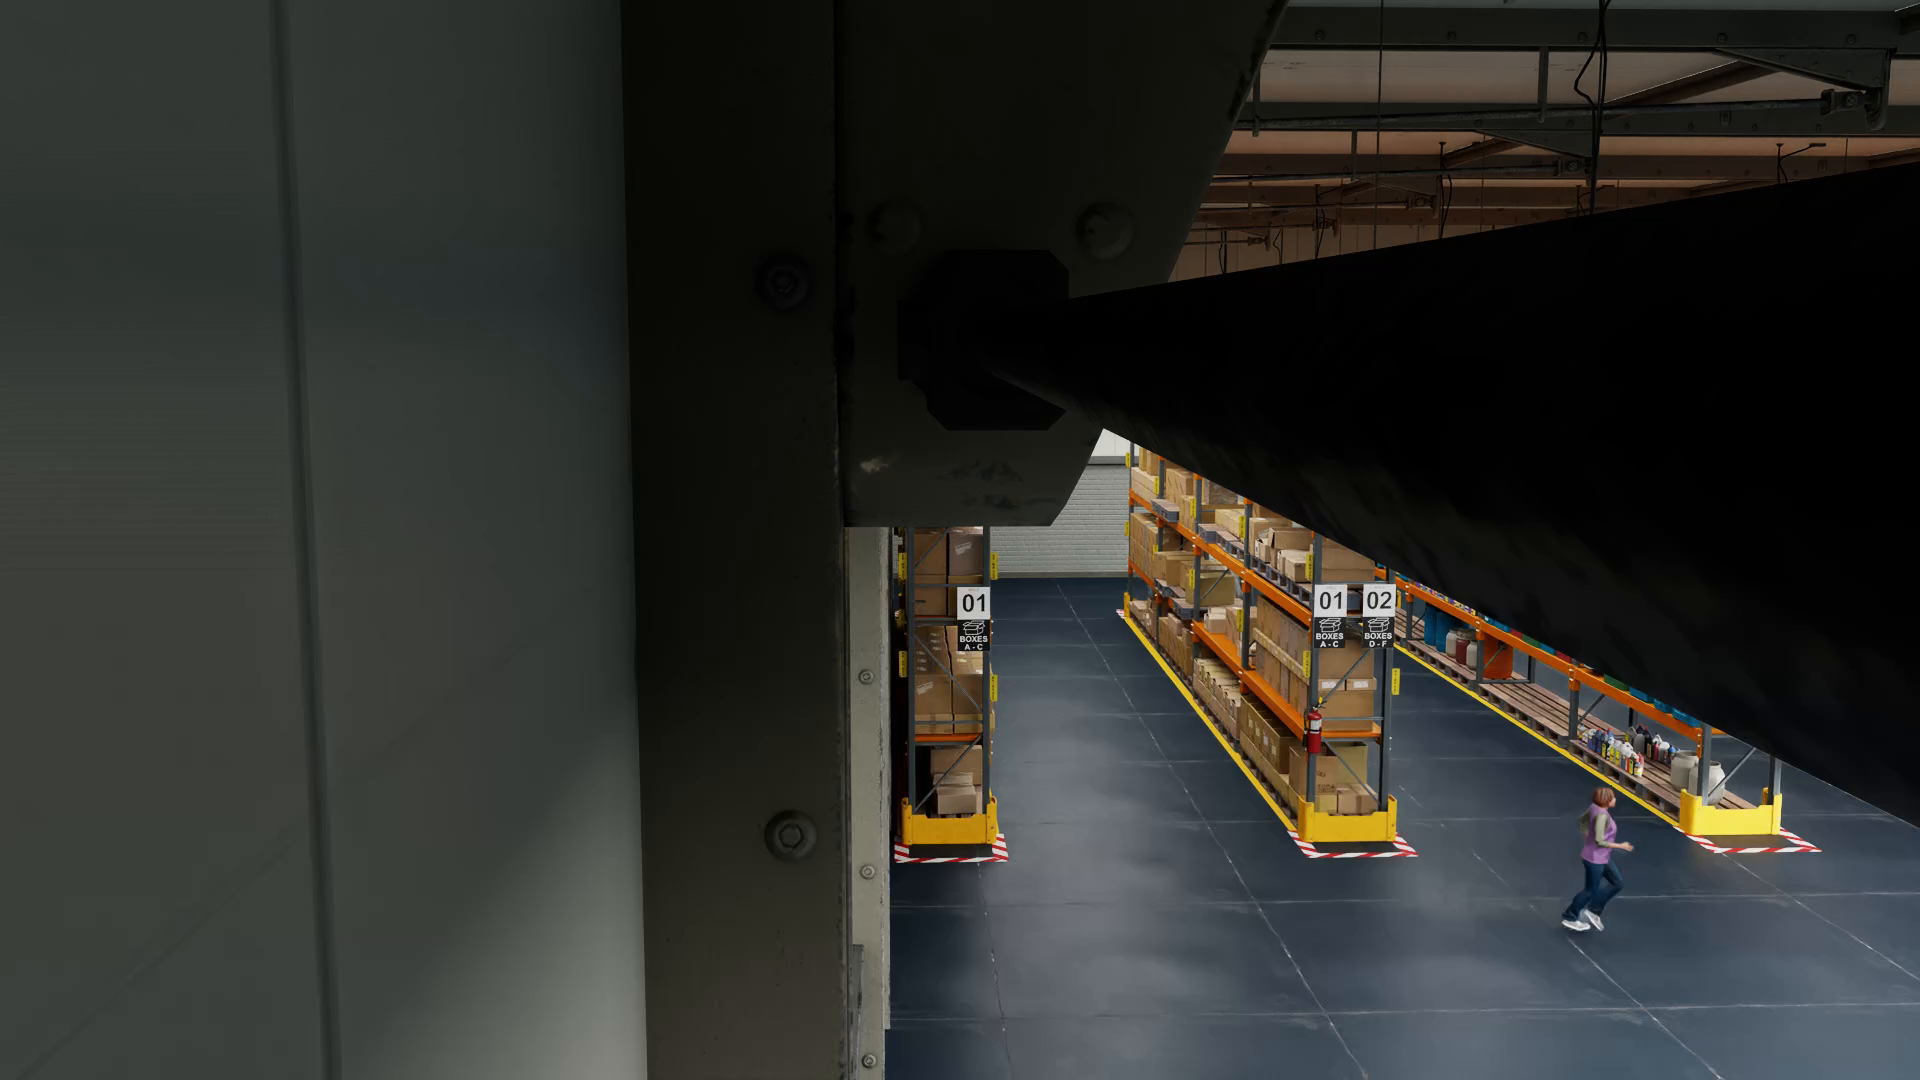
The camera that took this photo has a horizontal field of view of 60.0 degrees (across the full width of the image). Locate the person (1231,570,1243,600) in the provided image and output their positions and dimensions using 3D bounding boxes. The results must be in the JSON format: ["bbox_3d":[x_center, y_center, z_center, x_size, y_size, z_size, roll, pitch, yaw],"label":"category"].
[{"bbox_3d":[5.977,0.849,36.380,0.624,1.695,0.822,-6,9,-37],"label":"person"}]

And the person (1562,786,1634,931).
[{"bbox_3d":[6.659,3.334,17.332,0.670,1.582,0.504,3,8,24],"label":"person"}]
